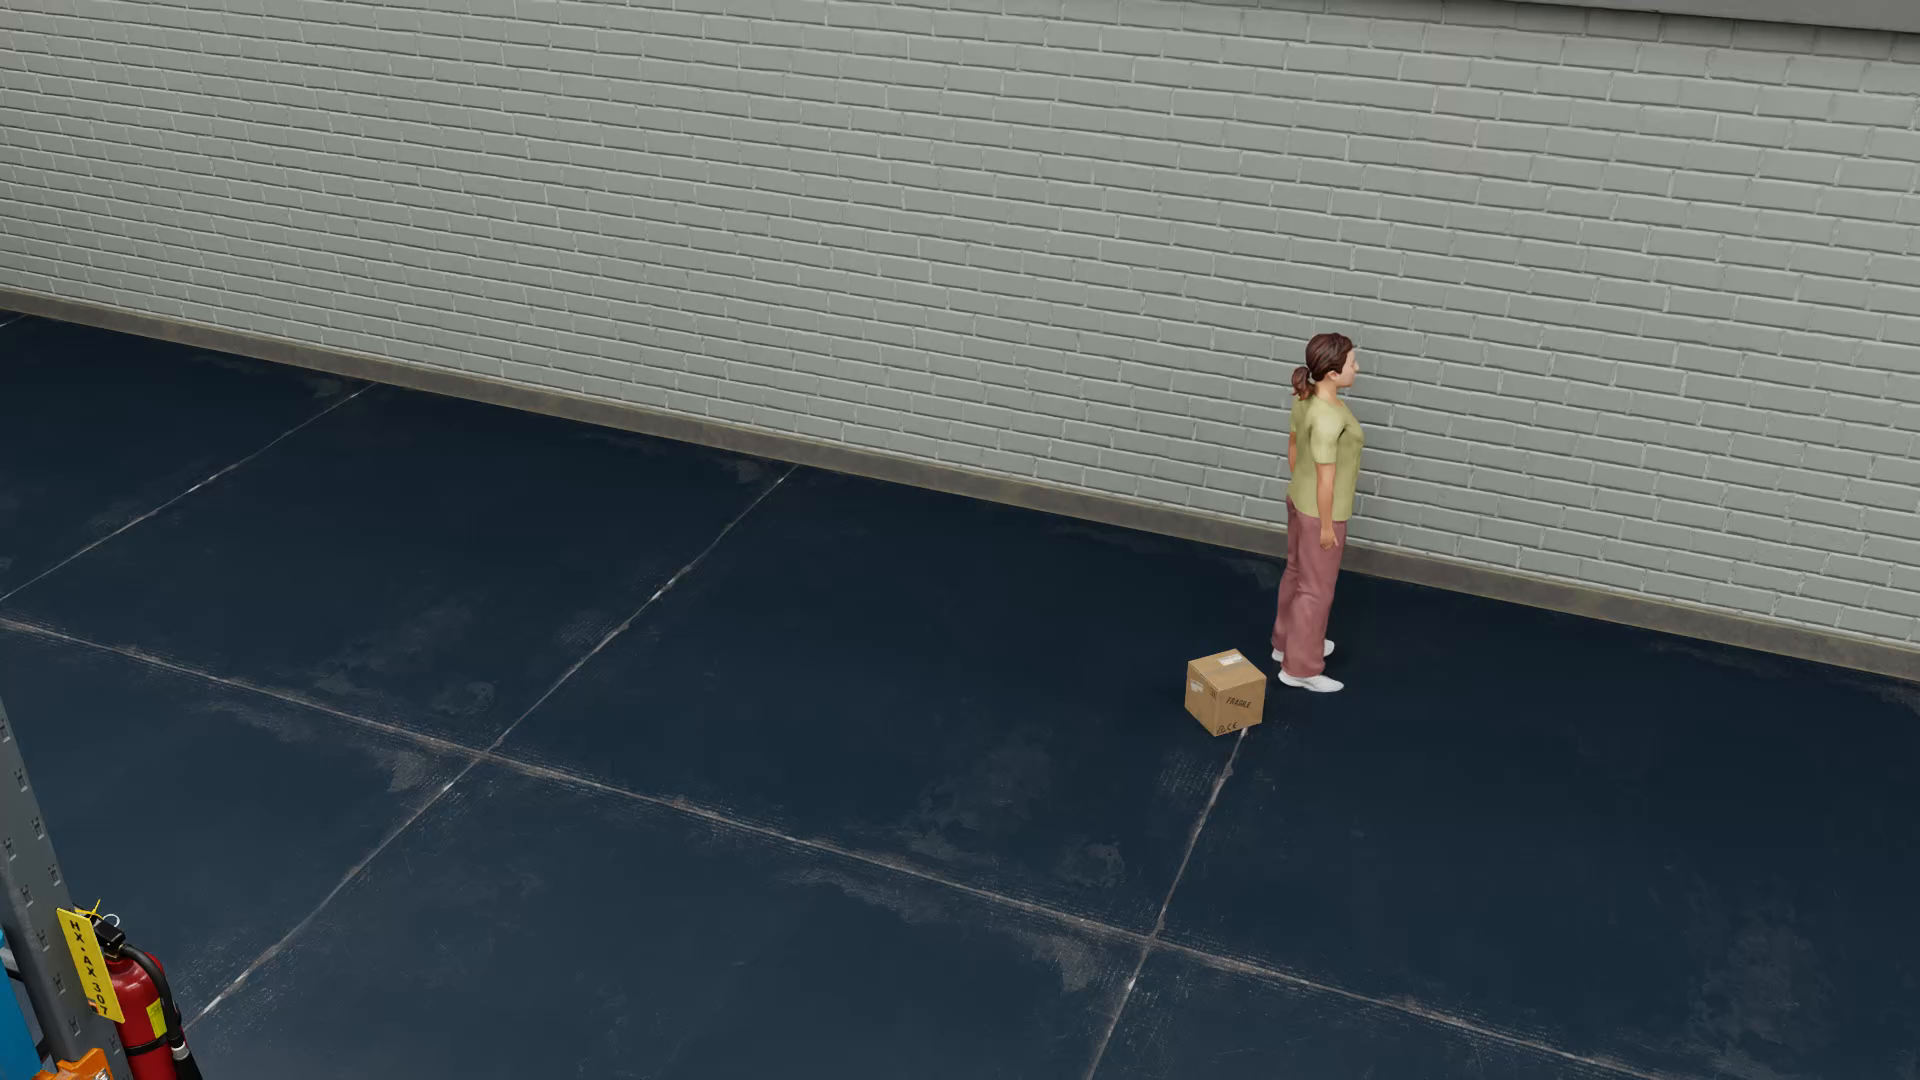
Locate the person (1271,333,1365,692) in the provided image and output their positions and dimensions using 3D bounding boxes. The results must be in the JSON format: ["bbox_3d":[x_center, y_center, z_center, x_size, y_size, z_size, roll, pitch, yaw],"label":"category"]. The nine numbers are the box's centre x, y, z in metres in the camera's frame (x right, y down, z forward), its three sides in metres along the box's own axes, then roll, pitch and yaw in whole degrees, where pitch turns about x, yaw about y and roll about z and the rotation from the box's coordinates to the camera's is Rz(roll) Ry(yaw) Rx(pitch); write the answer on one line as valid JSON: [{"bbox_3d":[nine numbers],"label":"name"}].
[{"bbox_3d":[1.590,-0.121,7.370,0.387,1.703,0.436,-3,30,-6],"label":"person"}]
